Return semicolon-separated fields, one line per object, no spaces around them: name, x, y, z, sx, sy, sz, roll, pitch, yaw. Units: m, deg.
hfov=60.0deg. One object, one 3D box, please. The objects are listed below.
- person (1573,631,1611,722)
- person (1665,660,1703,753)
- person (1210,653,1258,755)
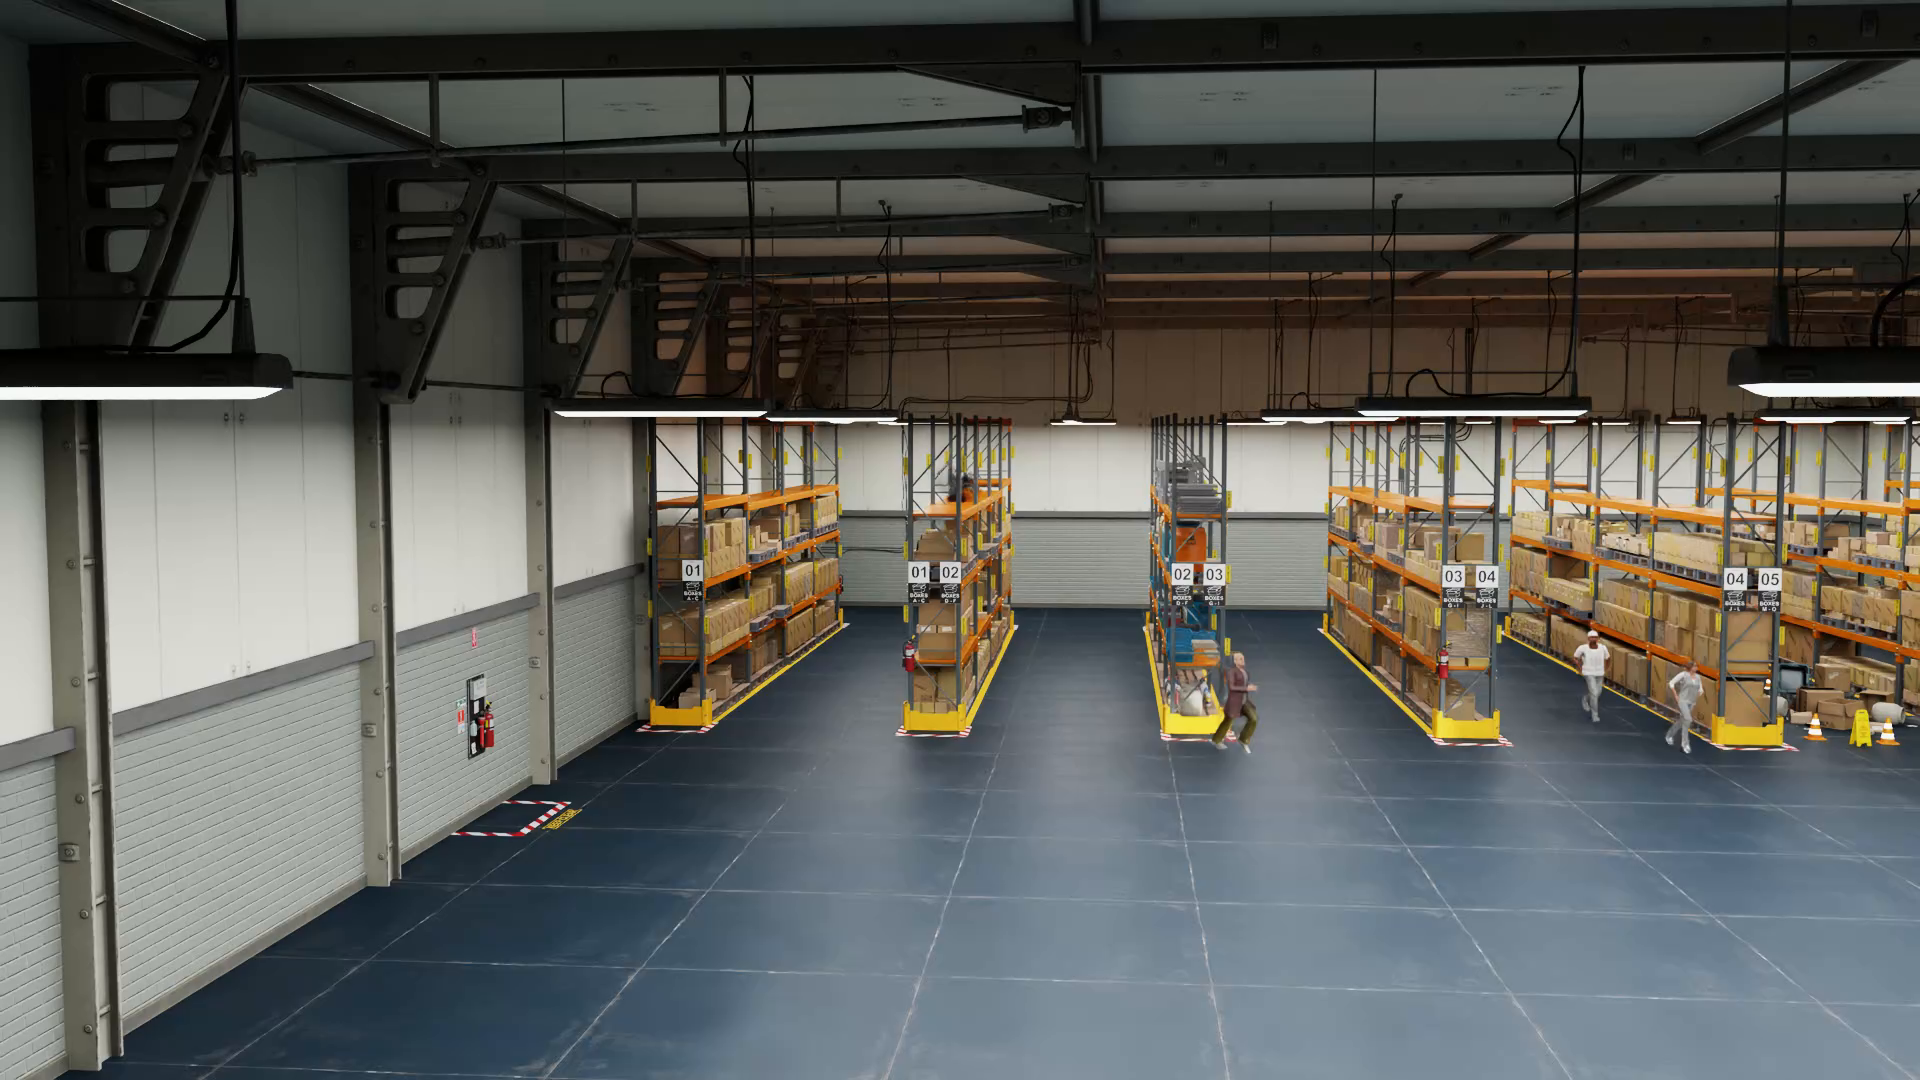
person;12.447;2.653;32.696;0.690;1.765;0.837;0;4;0
person;12.974;2.941;29.692;0.523;1.619;0.695;-1;4;-20
person;4.882;2.879;29.244;0.728;1.789;0.963;-3;5;-42
